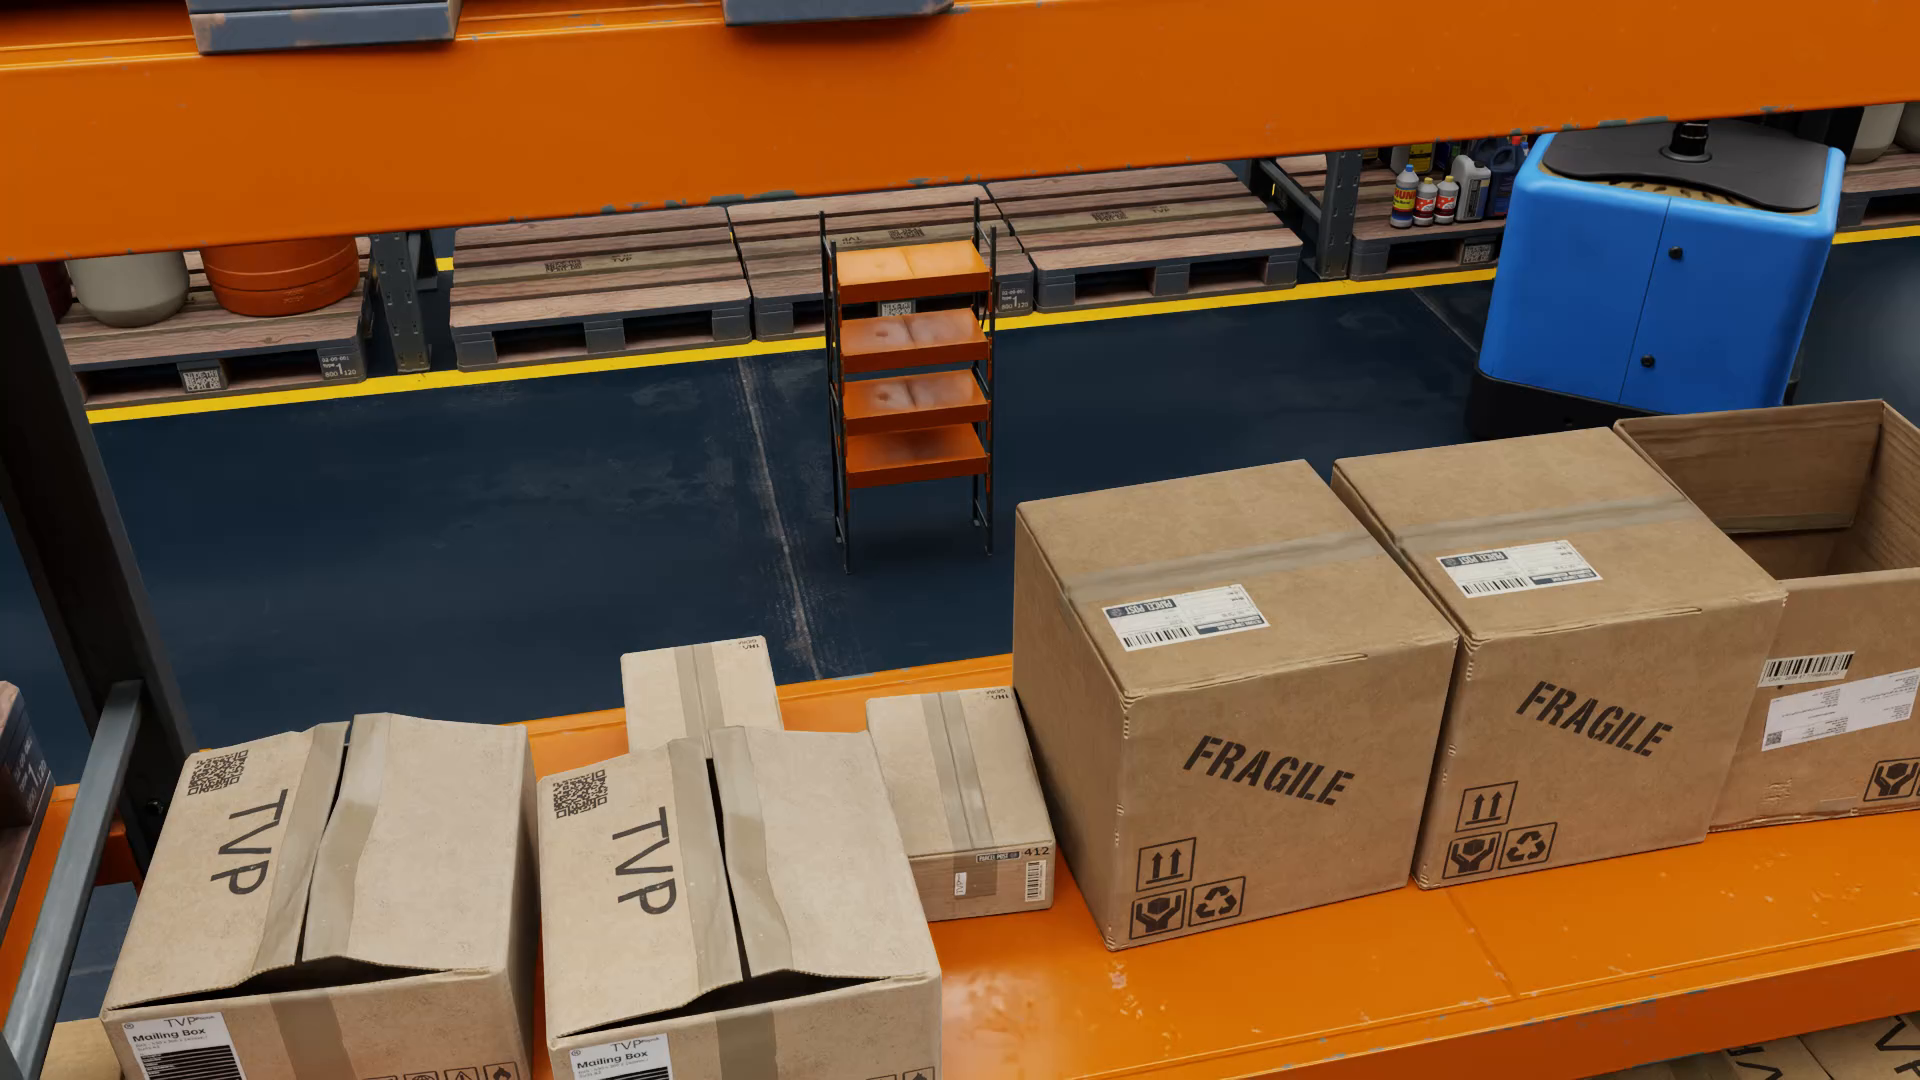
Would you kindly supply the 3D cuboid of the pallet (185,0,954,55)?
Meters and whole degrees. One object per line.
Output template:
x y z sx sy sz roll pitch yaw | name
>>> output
-0.596 -0.800 1.728 1.003 0.211 1.213 -6 34 -8 | pallet

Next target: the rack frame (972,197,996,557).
0.077 -0.508 5.430 0.015 1.200 0.240 -7 35 -11 | rack frame

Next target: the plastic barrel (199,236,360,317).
-2.801 -1.397 6.711 0.708 0.830 0.600 -7 35 -11 | plastic barrel

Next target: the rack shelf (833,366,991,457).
-0.161 -0.422 5.423 0.480 0.148 0.258 -7 35 -11 | rack shelf

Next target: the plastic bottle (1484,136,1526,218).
2.453 -1.642 7.487 0.185 0.351 0.144 -6 34 -9 | plastic bottle

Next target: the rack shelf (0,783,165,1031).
-3.189 1.044 2.149 4.000 0.370 1.077 -7 35 -11 | rack shelf

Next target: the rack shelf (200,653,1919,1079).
0.712 0.552 2.881 4.000 0.370 1.077 -7 35 -11 | rack shelf

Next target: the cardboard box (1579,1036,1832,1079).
1.338 1.075 3.044 0.500 0.311 0.500 -7 35 -11 | cardboard box

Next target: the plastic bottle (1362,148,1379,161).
1.970 -1.979 8.049 0.133 0.283 0.061 -6 34 -8 | plastic bottle

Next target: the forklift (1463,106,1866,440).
3.005 -2.192 6.386 1.130 2.935 3.031 15 37 22 | forklift

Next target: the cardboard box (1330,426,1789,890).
0.908 0.178 2.704 0.500 0.500 0.500 -7 35 -10 | cardboard box

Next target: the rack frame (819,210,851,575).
-0.399 -0.448 5.341 0.015 1.200 0.240 -7 35 -11 | rack frame

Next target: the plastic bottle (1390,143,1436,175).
2.170 -1.926 7.910 0.185 0.351 0.144 -7 35 -11 | plastic bottle

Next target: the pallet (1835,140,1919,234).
4.618 -1.887 8.373 1.213 0.211 1.003 -7 35 -11 | pallet

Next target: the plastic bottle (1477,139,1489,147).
2.641 -2.067 8.121 0.185 0.351 0.144 -7 35 -11 | plastic bottle

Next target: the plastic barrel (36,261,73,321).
-3.902 -1.158 6.572 0.708 0.588 0.600 -7 35 -11 | plastic barrel

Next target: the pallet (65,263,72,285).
-4.275 -0.768 6.705 1.213 0.211 1.003 -7 35 -11 | pallet

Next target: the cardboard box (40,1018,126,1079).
-1.745 1.255 3.037 0.500 0.500 0.500 -6 34 -9 | cardboard box

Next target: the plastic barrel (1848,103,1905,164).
4.361 -2.134 8.094 0.421 0.512 0.421 0 34 0 | plastic barrel

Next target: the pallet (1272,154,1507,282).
2.238 -1.587 7.926 1.213 0.211 1.003 -7 35 -11 | pallet

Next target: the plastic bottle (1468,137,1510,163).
2.421 -1.720 7.604 0.185 0.351 0.144 -7 35 -11 | plastic bottle

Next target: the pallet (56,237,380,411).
-3.087 -0.916 6.926 1.213 0.211 1.003 -7 35 -11 | pallet

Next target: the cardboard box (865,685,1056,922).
-0.007 0.416 2.664 0.250 0.149 0.380 -5 34 -7 | cardboard box

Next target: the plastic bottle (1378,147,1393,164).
2.139 -2.004 8.027 0.185 0.351 0.144 -8 35 -12 | plastic bottle

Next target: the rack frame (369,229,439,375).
-2.327 -2.194 6.327 0.127 3.000 1.000 -7 35 -11 | rack frame

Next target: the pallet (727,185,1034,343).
-0.376 -1.258 7.435 1.213 0.211 1.003 -7 35 -11 | pallet

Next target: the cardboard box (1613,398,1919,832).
1.397 0.116 2.795 0.500 0.500 0.500 -5 34 -7 | cardboard box

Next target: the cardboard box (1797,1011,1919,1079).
1.825 1.015 3.133 0.500 0.311 0.500 -6 34 -9 | cardboard box

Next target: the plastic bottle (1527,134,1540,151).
2.824 -1.999 8.080 0.133 0.283 0.061 -7 35 -11 | plastic bottle

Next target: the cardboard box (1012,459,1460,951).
0.395 0.242 2.607 0.500 0.500 0.500 -9 35 -13 | cardboard box

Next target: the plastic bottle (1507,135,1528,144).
2.688 -1.987 8.061 0.133 0.283 0.061 -7 35 -11 | plastic bottle

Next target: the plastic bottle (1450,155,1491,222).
2.291 -1.593 7.481 0.135 0.276 0.152 -6 34 -9 | plastic bottle

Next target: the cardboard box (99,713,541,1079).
-0.874 0.515 2.371 0.500 0.311 0.500 -5 34 -8 | cardboard box

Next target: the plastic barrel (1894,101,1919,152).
4.850 -2.196 8.186 0.421 0.512 0.421 0 34 0 | plastic barrel

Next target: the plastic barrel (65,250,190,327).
-3.332 -1.148 6.624 0.421 0.512 0.421 0 34 0 | plastic barrel

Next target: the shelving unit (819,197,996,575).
-0.161 -0.478 5.385 0.503 1.200 0.258 -7 35 -11 | shelving unit

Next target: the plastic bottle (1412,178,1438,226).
2.081 -1.519 7.439 0.097 0.201 0.097 0 34 0 | plastic bottle

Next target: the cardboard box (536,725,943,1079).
-0.323 0.531 2.346 0.500 0.311 0.500 -8 35 -11 | cardboard box

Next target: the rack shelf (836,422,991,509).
-0.161 -0.257 5.533 0.480 0.148 0.258 -7 35 -11 | rack shelf

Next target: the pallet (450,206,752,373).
-1.563 -1.110 7.214 1.213 0.211 1.003 -7 35 -11 | pallet

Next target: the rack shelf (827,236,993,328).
-0.161 -0.804 5.166 0.480 0.148 0.258 -7 35 -11 | rack shelf

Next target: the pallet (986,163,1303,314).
0.817 -1.410 7.661 1.213 0.211 1.003 -7 35 -11 | pallet

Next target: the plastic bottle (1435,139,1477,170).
2.383 -1.919 7.967 0.135 0.276 0.152 -7 35 -11 | plastic bottle

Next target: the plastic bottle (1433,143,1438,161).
2.326 -2.027 8.062 0.185 0.351 0.144 -9 35 -13 | plastic bottle

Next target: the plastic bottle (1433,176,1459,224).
2.180 -1.532 7.457 0.097 0.201 0.097 0 34 0 | plastic bottle

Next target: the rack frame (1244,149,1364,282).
1.574 -2.685 7.060 0.127 3.000 1.000 -7 35 -11 | rack frame

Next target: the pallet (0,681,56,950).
-1.884 0.700 2.187 1.003 0.211 1.213 -7 35 -11 | pallet

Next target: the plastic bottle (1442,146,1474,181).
2.267 -1.653 7.565 0.133 0.283 0.061 -7 35 -11 | plastic bottle

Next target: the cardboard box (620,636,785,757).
-0.422 0.343 2.773 0.250 0.149 0.380 -7 35 -11 | cardboard box

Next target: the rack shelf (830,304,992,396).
-0.161 -0.608 5.298 0.480 0.148 0.258 -7 35 -11 | rack shelf

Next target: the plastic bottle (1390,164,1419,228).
1.981 -1.536 7.401 0.097 0.271 0.097 0 34 0 | plastic bottle

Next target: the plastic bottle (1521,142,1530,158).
2.568 -1.692 7.634 0.097 0.271 0.097 0 34 0 | plastic bottle
